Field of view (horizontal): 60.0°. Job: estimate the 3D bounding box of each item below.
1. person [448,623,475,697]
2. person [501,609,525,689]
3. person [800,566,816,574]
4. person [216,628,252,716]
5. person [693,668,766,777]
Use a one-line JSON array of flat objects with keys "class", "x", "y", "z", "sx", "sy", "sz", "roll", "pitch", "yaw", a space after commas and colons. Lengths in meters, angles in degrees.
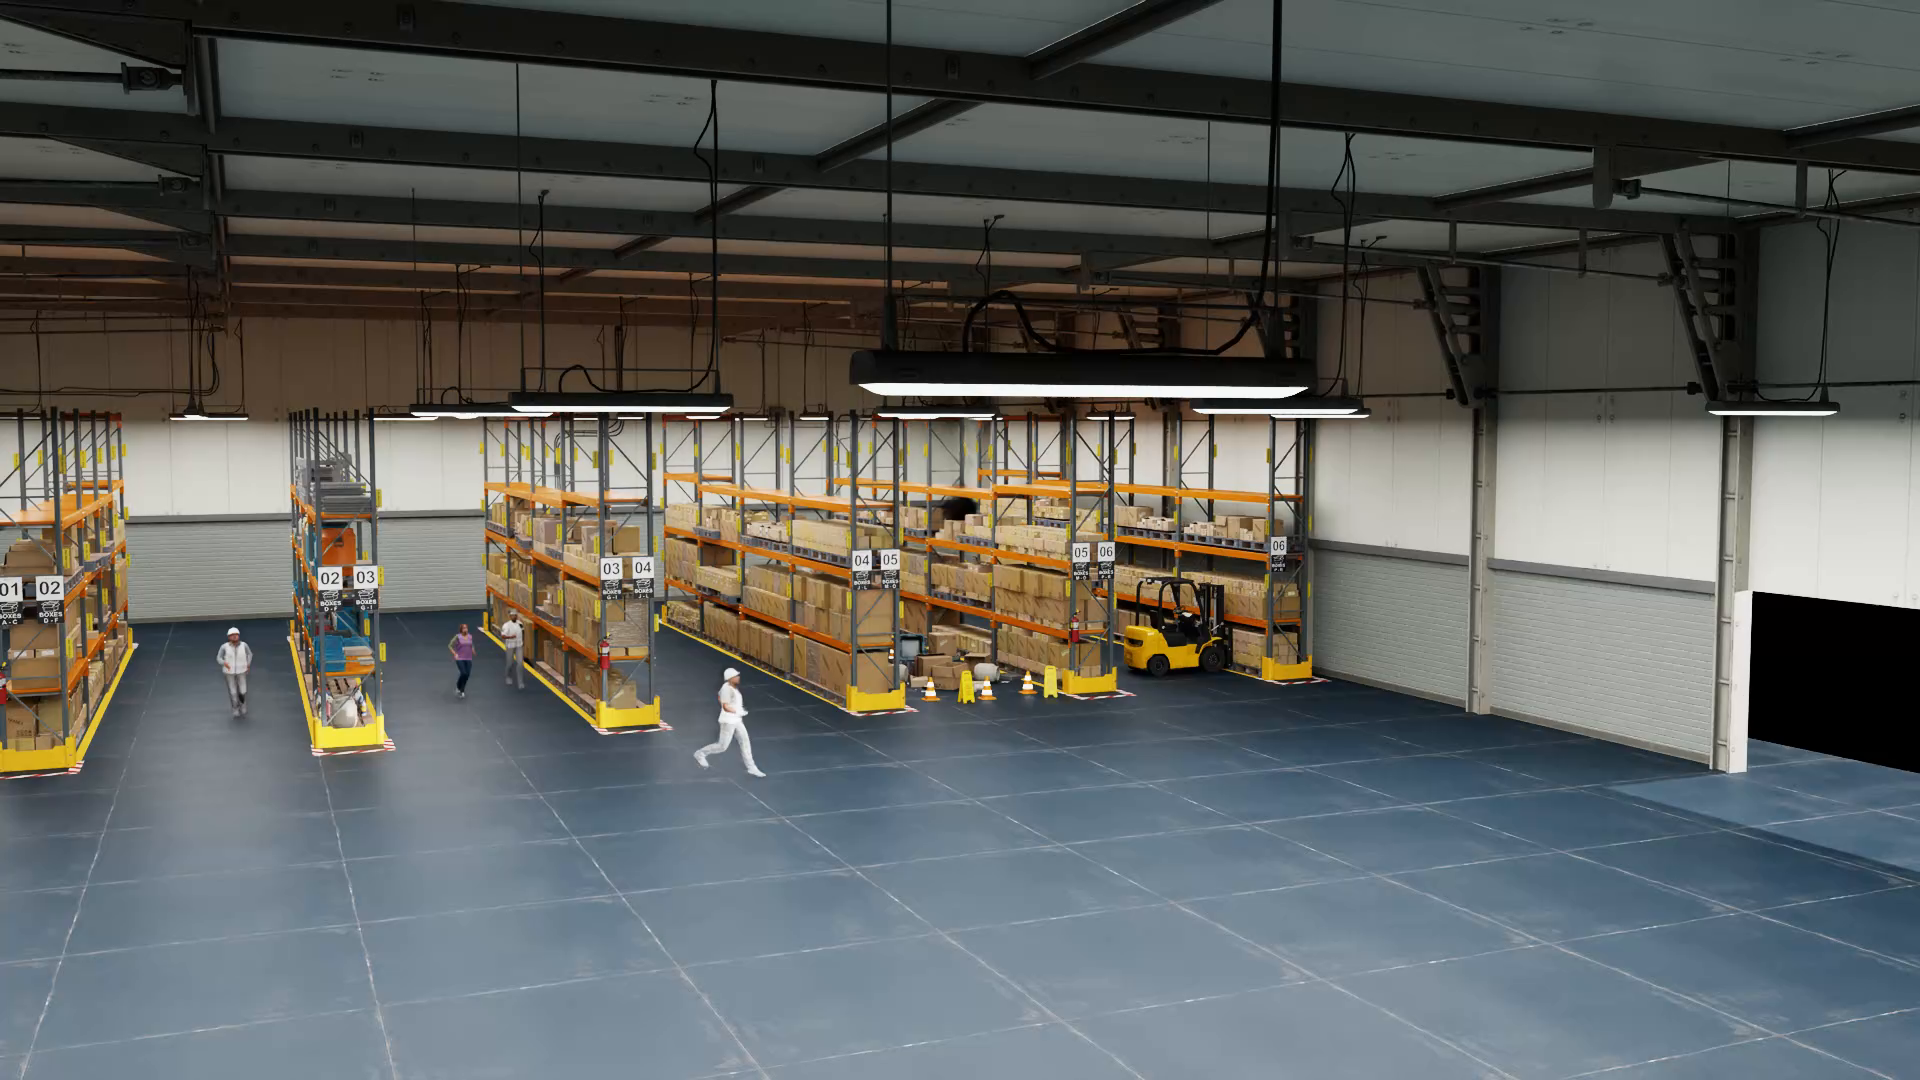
[{"class": "person", "x": -10.322, "y": 2.516, "z": 34.603, "sx": 0.513, "sy": 1.537, "sz": 0.601, "roll": -4, "pitch": 5, "yaw": -43}, {"class": "person", "x": -9.640, "y": 2.335, "z": 35.974, "sx": 0.581, "sy": 1.688, "sz": 0.883, "roll": -2, "pitch": 5, "yaw": -31}, {"class": "person", "x": -4.688, "y": 1.292, "z": 50.866, "sx": 0.795, "sy": 1.852, "sz": 0.640, "roll": -1, "pitch": 4, "yaw": -10}, {"class": "person", "x": -14.126, "y": 2.576, "z": 32.415, "sx": 0.658, "sy": 1.734, "sz": 0.599, "roll": -2, "pitch": 4, "yaw": -26}, {"class": "person", "x": -3.737, "y": 2.961, "z": 26.874, "sx": 1.160, "sy": 1.782, "sz": 0.648, "roll": 1, "pitch": 4, "yaw": 9}]
